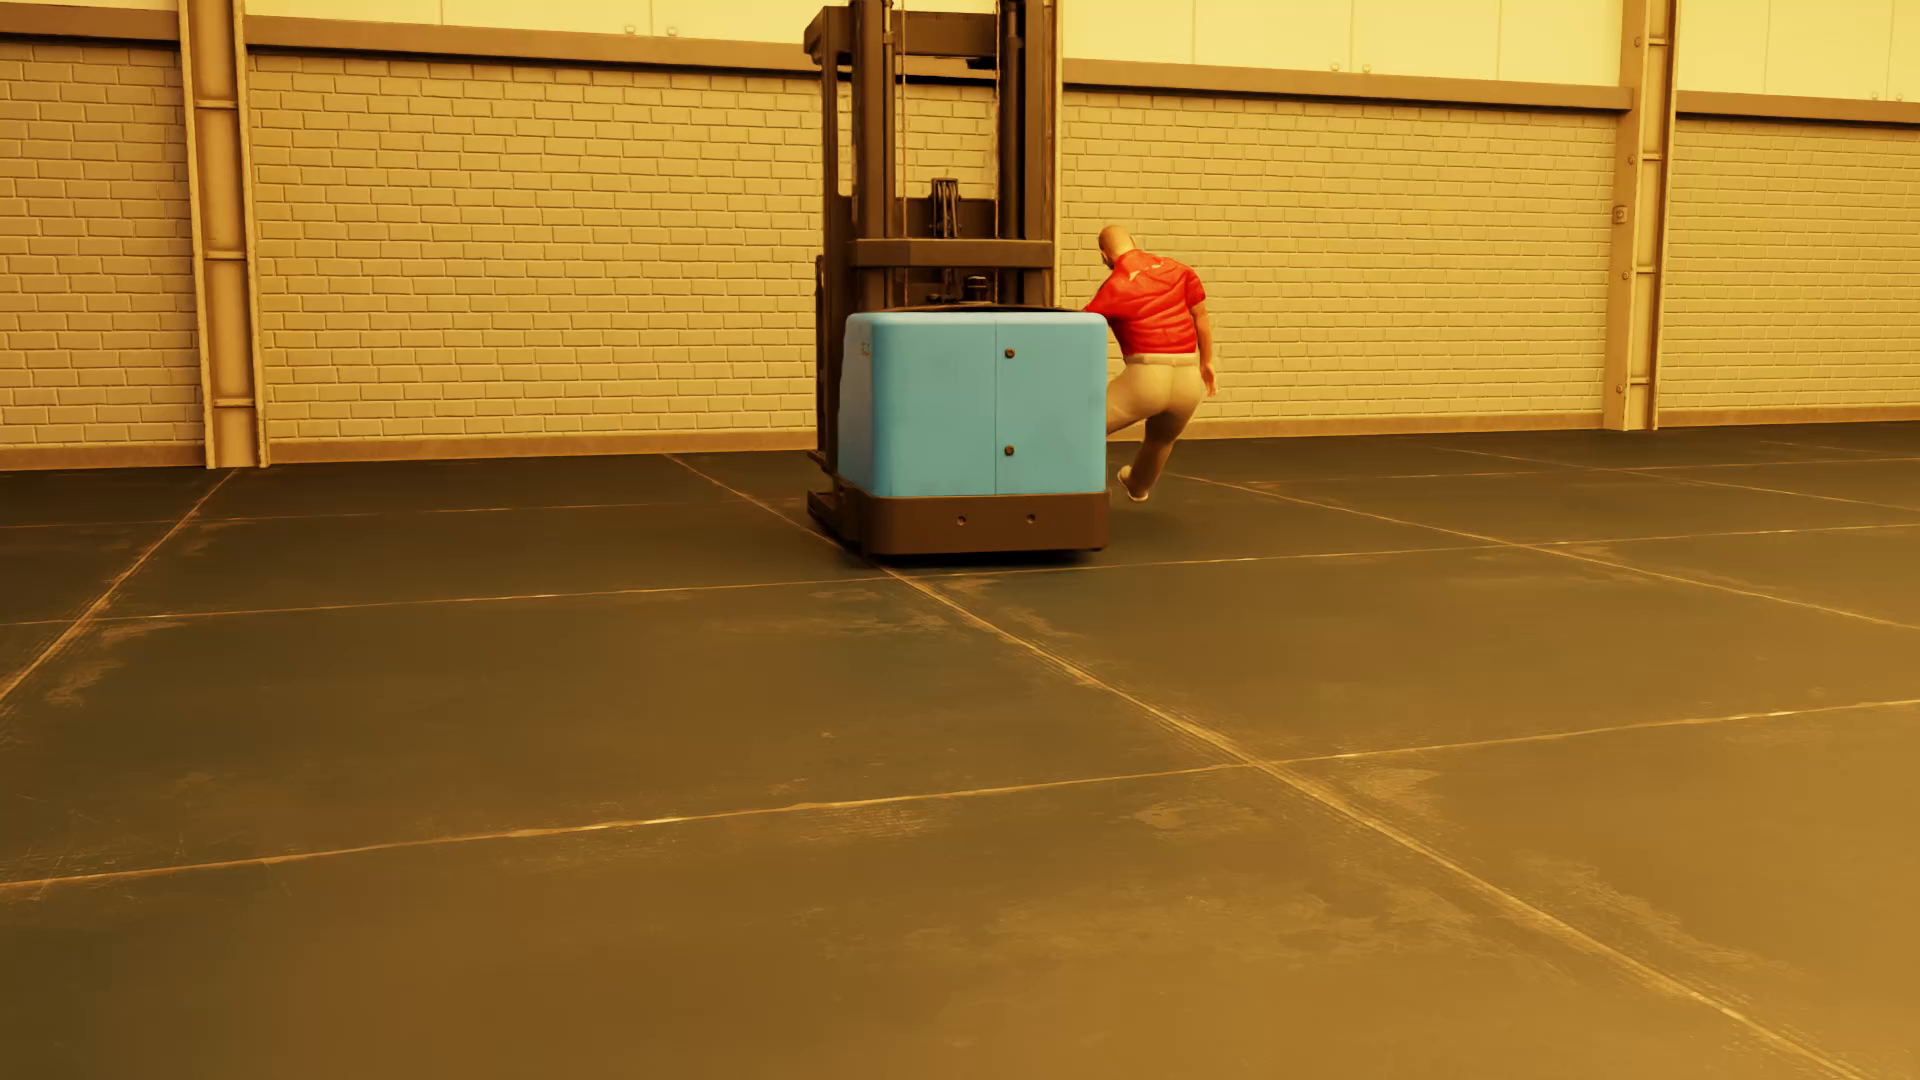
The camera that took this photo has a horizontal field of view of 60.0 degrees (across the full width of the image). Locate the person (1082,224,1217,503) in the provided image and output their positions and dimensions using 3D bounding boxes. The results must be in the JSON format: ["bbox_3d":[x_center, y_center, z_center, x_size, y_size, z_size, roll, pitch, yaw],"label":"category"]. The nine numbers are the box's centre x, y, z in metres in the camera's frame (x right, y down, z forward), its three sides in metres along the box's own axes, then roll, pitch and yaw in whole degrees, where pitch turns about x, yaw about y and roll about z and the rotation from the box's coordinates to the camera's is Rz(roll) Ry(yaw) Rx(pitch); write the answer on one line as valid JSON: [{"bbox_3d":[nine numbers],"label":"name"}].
[{"bbox_3d":[0.715,-0.858,8.382,1.045,1.428,1.097,-3,8,-20],"label":"person"}]

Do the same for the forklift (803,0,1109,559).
[{"bbox_3d":[-0.177,-1.531,8.302,1.130,2.935,3.031,-2,8,-12],"label":"forklift"}]
